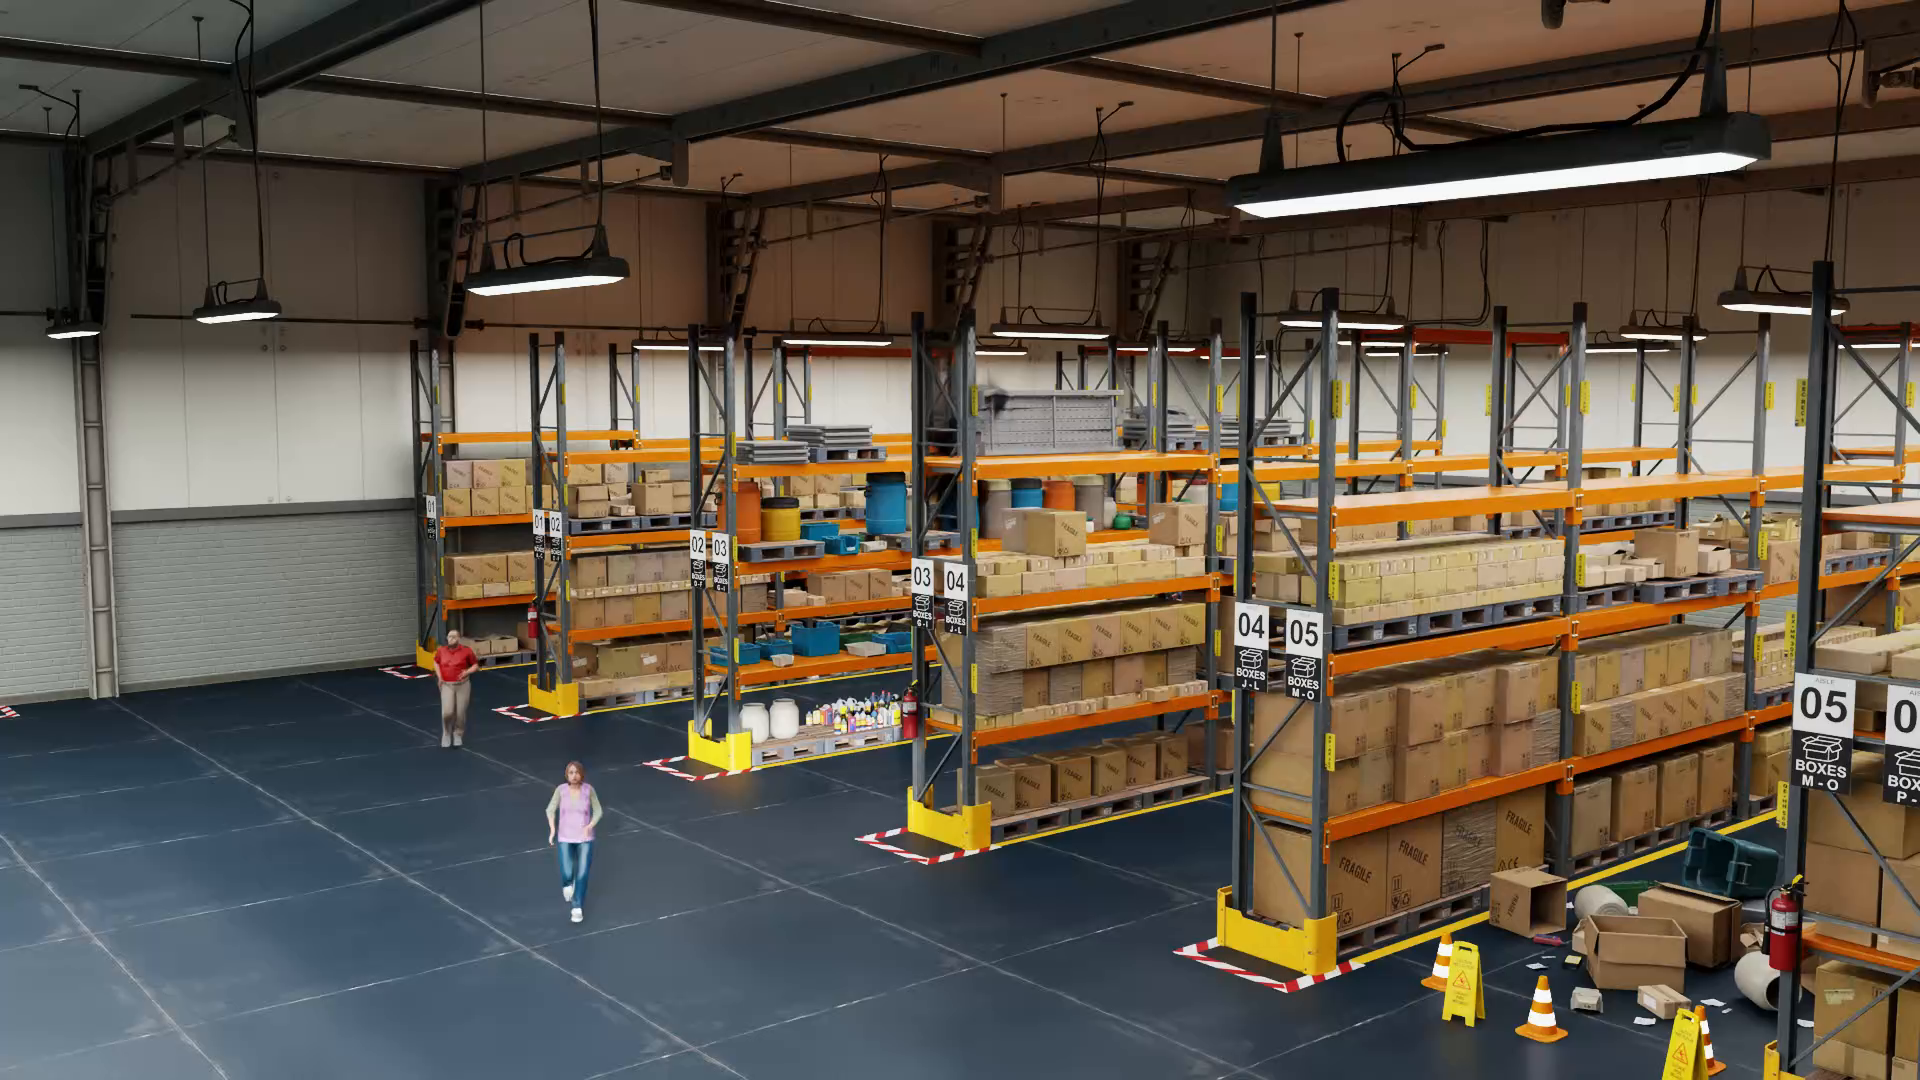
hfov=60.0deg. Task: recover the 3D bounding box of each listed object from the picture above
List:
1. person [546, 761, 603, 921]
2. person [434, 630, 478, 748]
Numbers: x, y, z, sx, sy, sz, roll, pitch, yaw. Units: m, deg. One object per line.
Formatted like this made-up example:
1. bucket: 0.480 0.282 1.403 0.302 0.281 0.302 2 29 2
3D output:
1. person: -3.730 2.909 16.111 0.540 1.557 0.543 -1 5 -12
2. person: -7.185 2.132 23.678 0.636 1.719 0.663 -1 5 -11
